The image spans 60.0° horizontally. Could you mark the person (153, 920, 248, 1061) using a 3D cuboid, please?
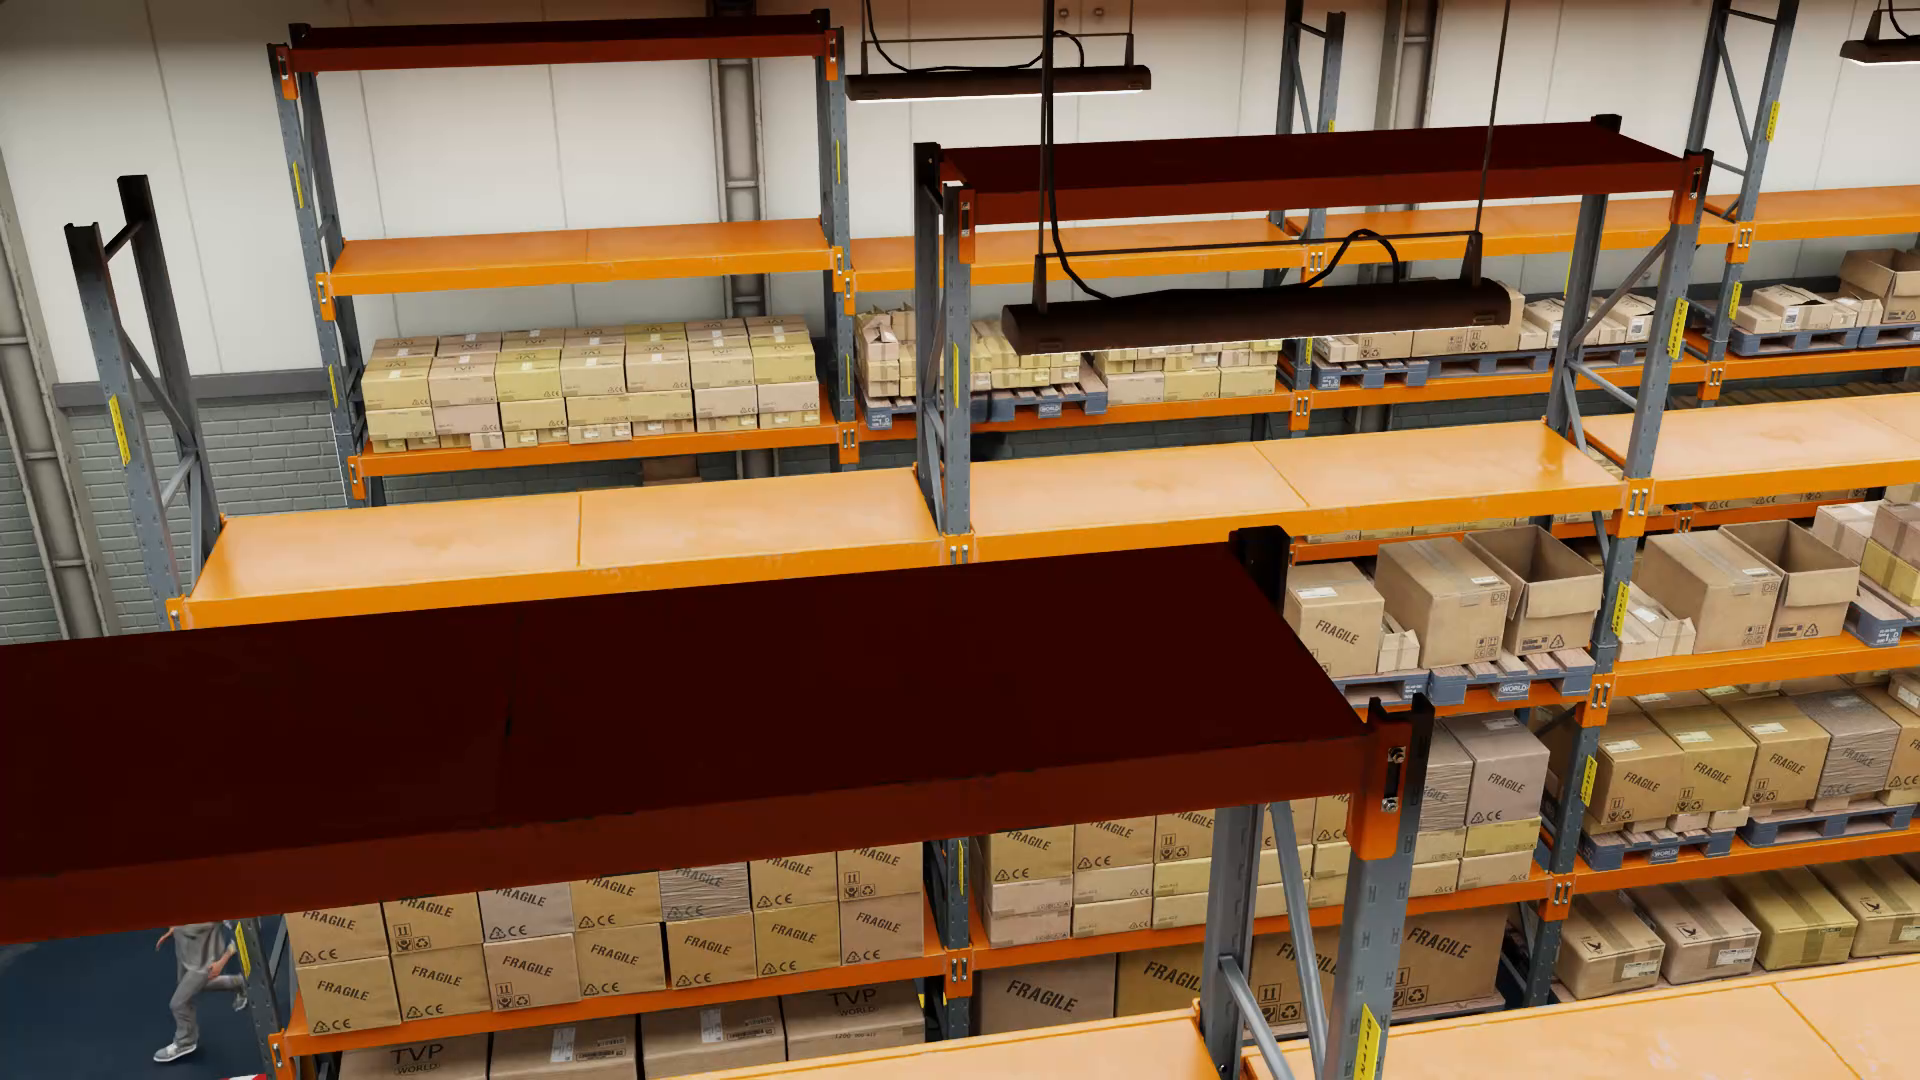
[{"bbox_3d":[-4.966,2.737,10.853,0.754,1.523,0.612,-22,33,-38],"label":"person"}]
